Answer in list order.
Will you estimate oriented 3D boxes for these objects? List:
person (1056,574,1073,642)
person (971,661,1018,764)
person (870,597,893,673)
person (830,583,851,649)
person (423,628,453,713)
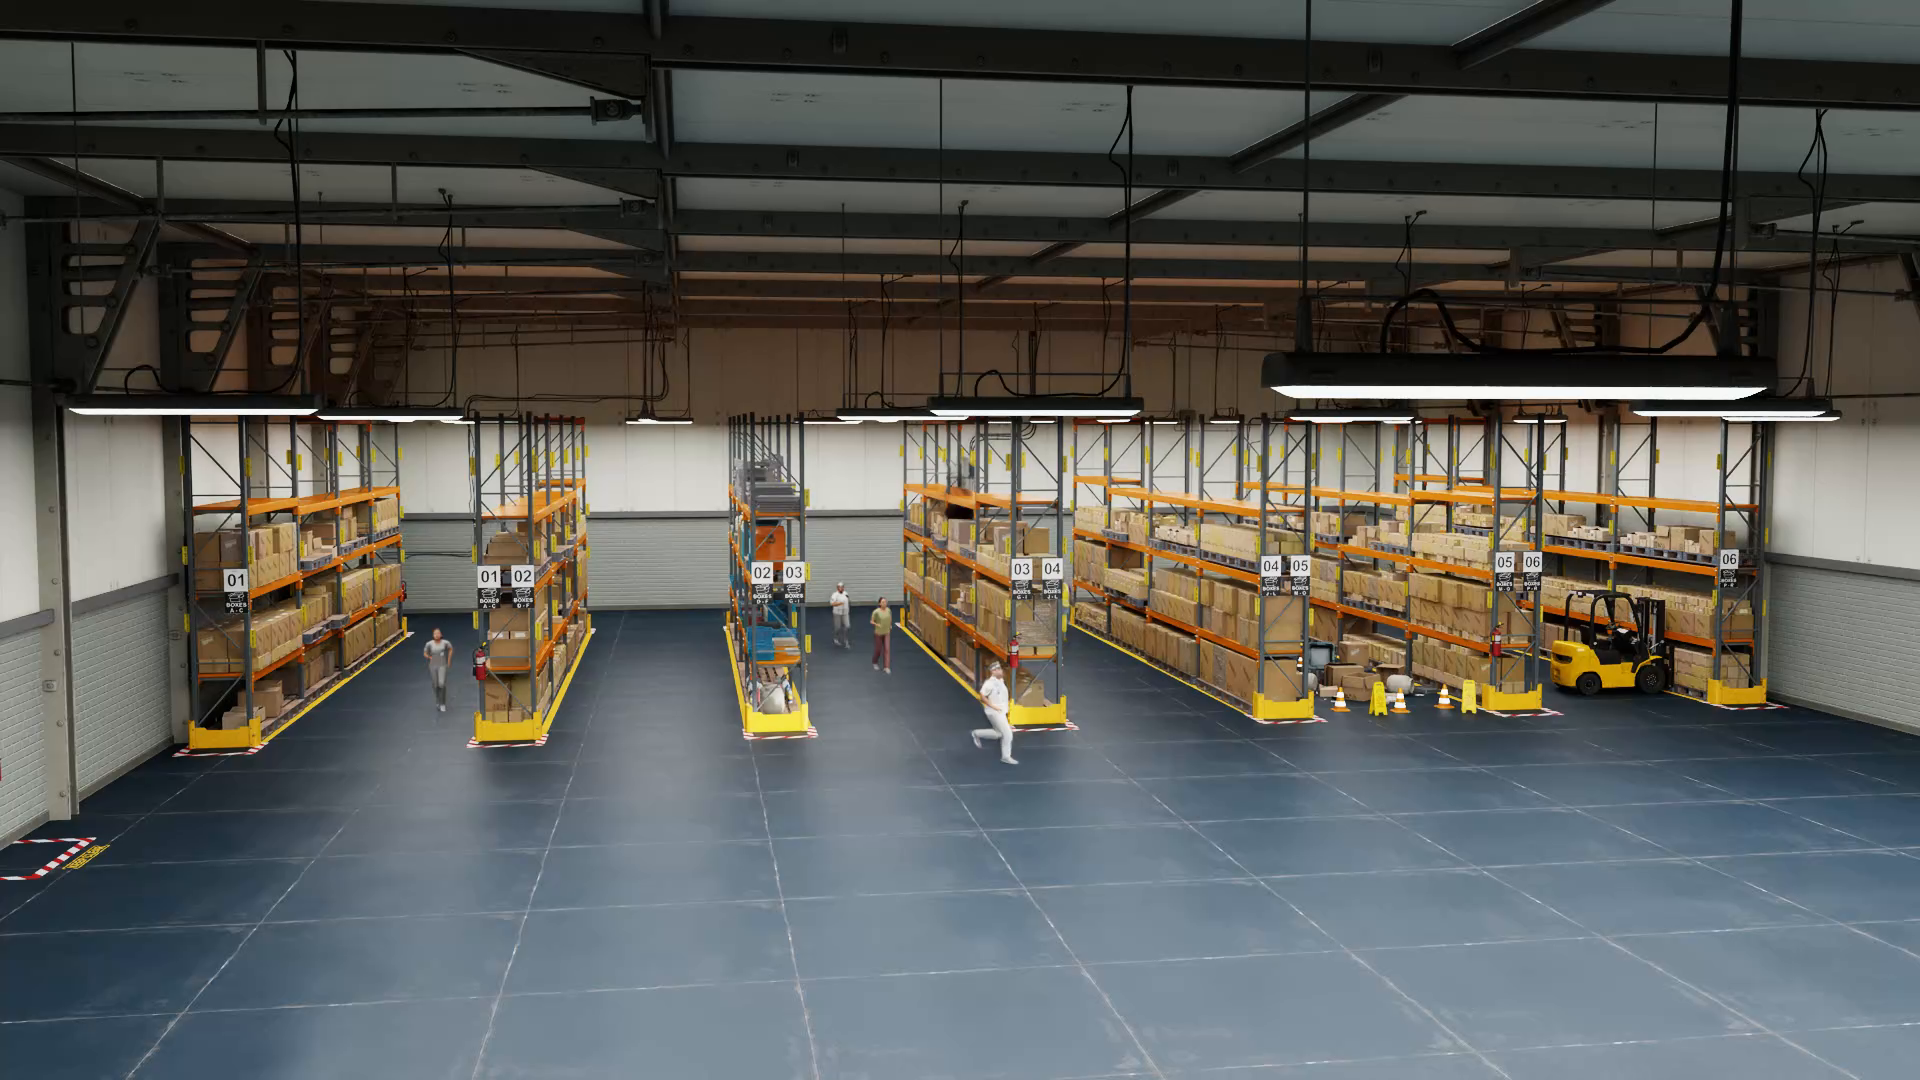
[{"bbox_3d":[2.575,1.700,42.365,0.699,1.726,0.758,-1,4,-20],"label":"person"},{"bbox_3d":[0.588,2.941,28.459,0.882,1.763,0.660,1,4,17],"label":"person"},{"bbox_3d":[-1.732,2.086,36.944,0.562,1.671,0.855,-2,4,-24],"label":"person"},{"bbox_3d":[-3.096,1.963,43.185,0.590,1.723,0.729,-2,4,-22],"label":"person"},{"bbox_3d":[-10.535,2.619,33.557,0.549,1.714,0.742,-1,4,-9],"label":"person"}]
